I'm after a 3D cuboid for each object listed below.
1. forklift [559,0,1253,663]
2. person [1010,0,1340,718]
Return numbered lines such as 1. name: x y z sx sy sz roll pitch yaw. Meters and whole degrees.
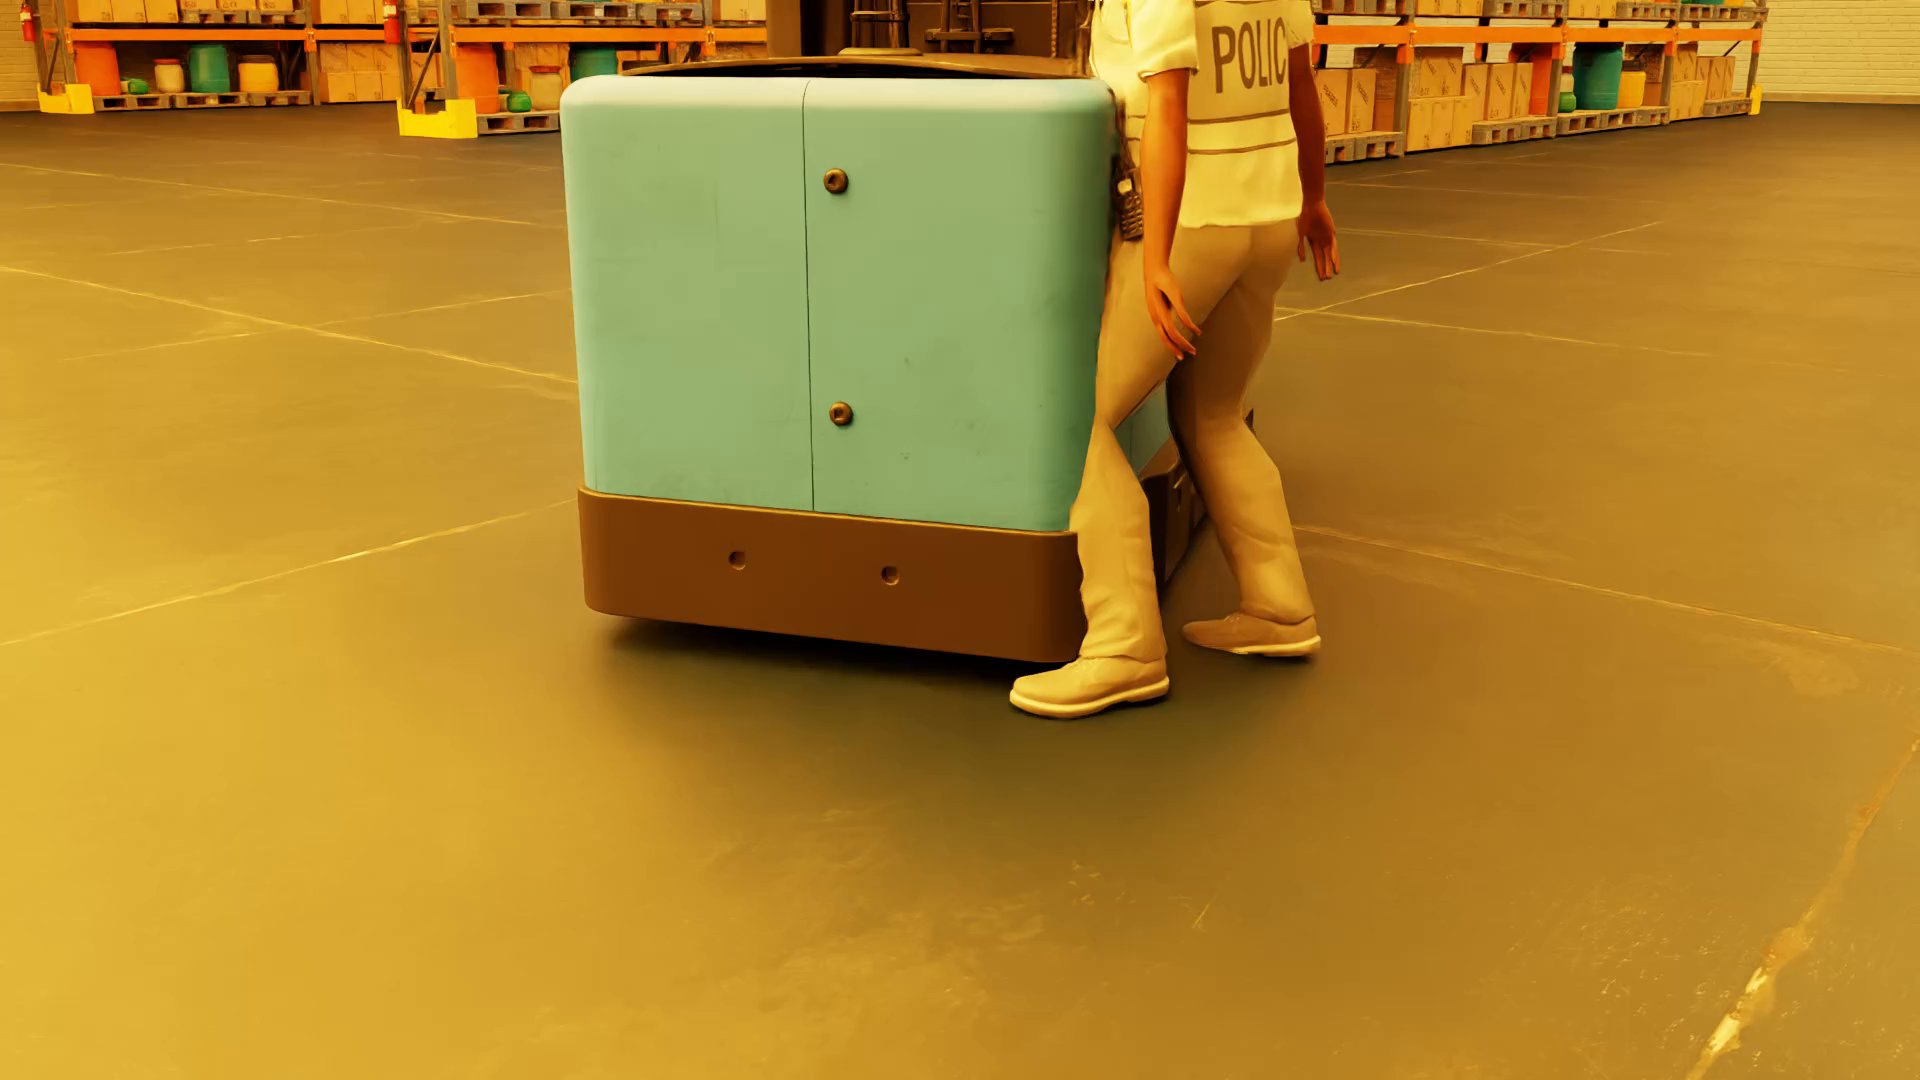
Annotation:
1. forklift: 0.182 -1.571 4.072 1.130 2.935 3.031 5 18 17
2. person: 0.416 -0.528 2.958 0.431 1.635 0.810 13 21 37
